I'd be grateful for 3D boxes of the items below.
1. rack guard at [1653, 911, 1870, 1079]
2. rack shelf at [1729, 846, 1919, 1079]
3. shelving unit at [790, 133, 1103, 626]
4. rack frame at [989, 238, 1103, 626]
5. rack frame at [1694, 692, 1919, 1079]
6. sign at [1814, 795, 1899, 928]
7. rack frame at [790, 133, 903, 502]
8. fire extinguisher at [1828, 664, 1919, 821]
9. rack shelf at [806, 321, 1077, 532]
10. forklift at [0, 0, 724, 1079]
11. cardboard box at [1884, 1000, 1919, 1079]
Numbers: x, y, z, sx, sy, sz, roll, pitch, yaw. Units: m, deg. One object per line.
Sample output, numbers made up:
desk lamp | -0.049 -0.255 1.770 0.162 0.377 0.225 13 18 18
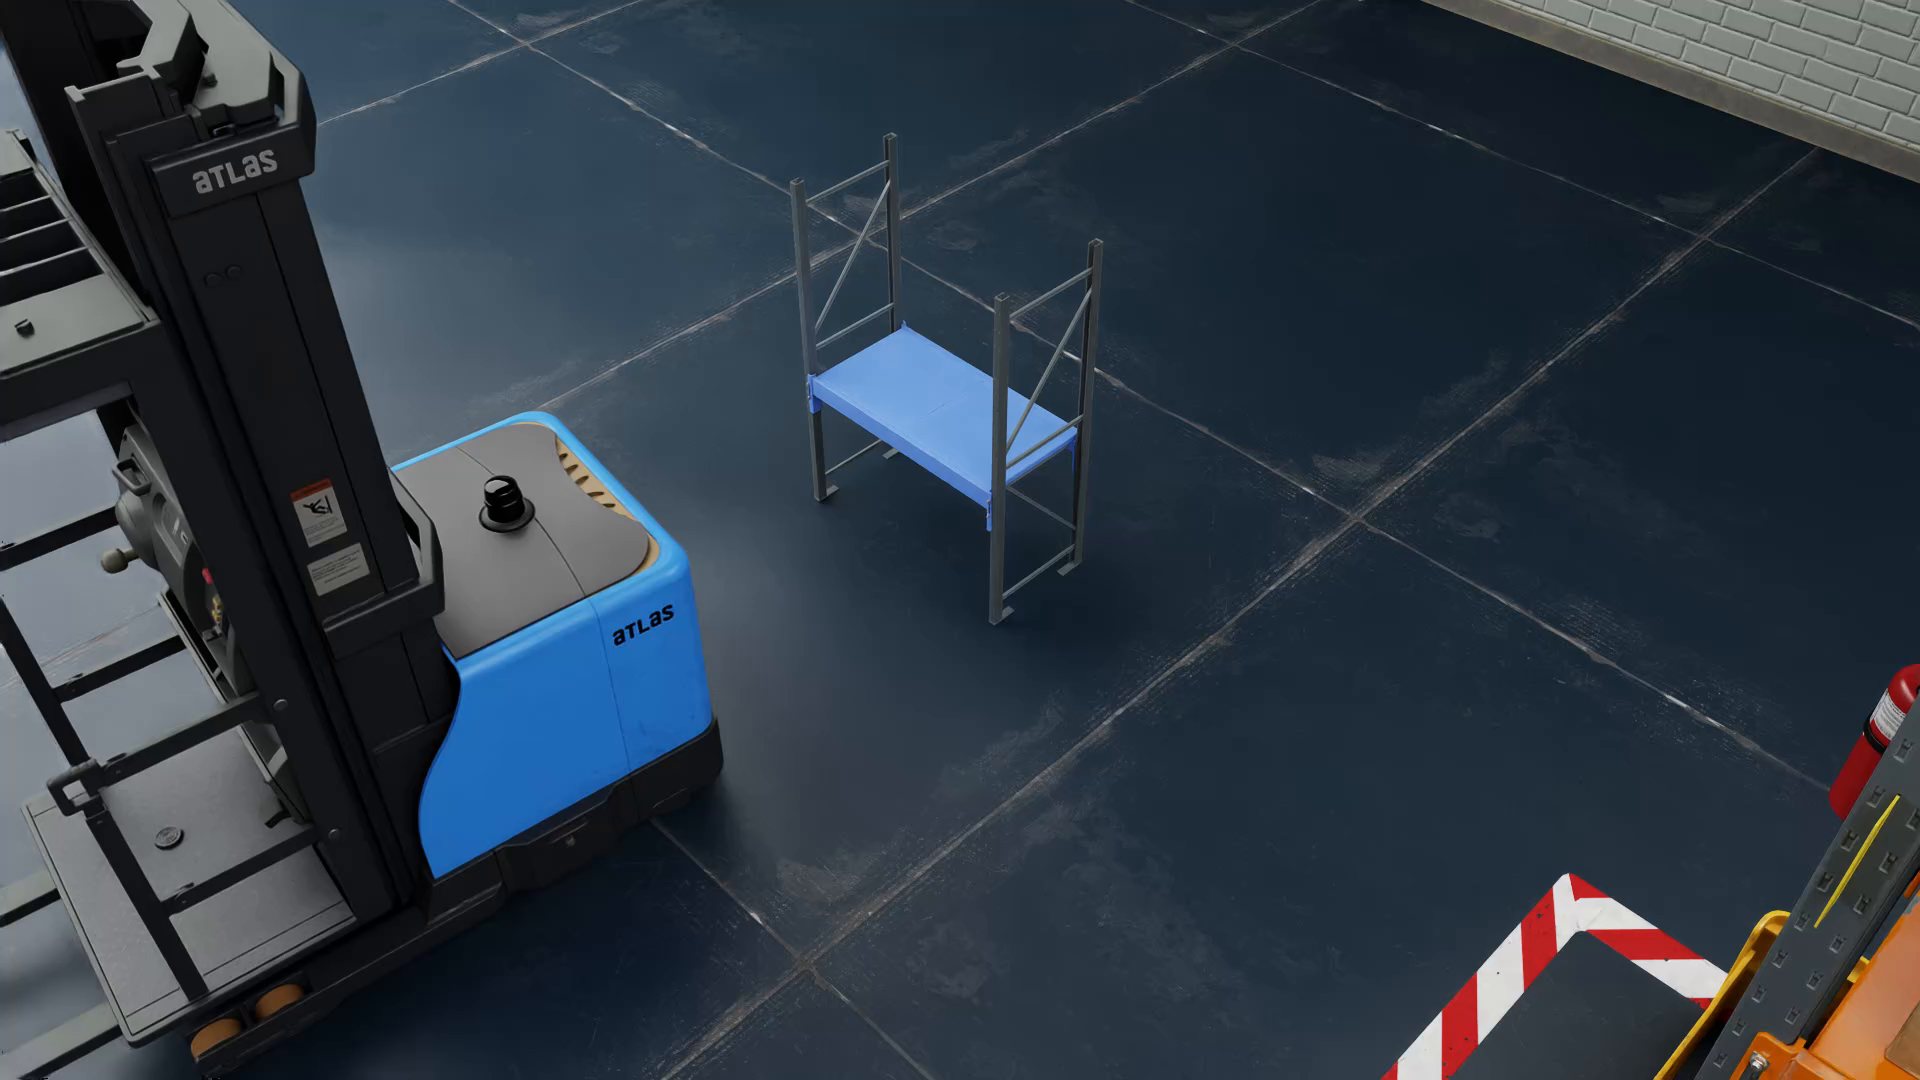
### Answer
rack guard | 2.091 1.608 4.642 1.175 0.500 0.348 -34 53 -31
rack shelf | 3.520 1.926 2.985 1.077 0.370 4.000 -34 53 -31
shelving unit | -0.060 -0.592 6.285 0.538 1.500 1.048 -34 53 -31
rack frame | 0.299 -0.348 6.021 0.500 1.500 0.032 -34 53 -31
rack frame | 2.108 0.701 3.781 1.000 3.000 0.127 -34 53 -31
sign | 1.711 0.617 3.175 0.100 0.325 0.005 -34 53 -31
rack frame | -0.419 -0.836 6.550 0.500 1.500 0.032 -34 53 -31
fire extinguisher | 2.353 0.450 4.110 0.296 0.674 0.183 -34 53 -31
rack shelf | -0.060 -0.460 6.407 0.538 0.185 1.000 -34 53 -31
forklift | -2.299 0.120 4.460 3.031 2.935 1.130 -28 50 -27
cardboard box | 2.428 0.895 3.498 0.700 0.500 0.500 -34 53 -31
